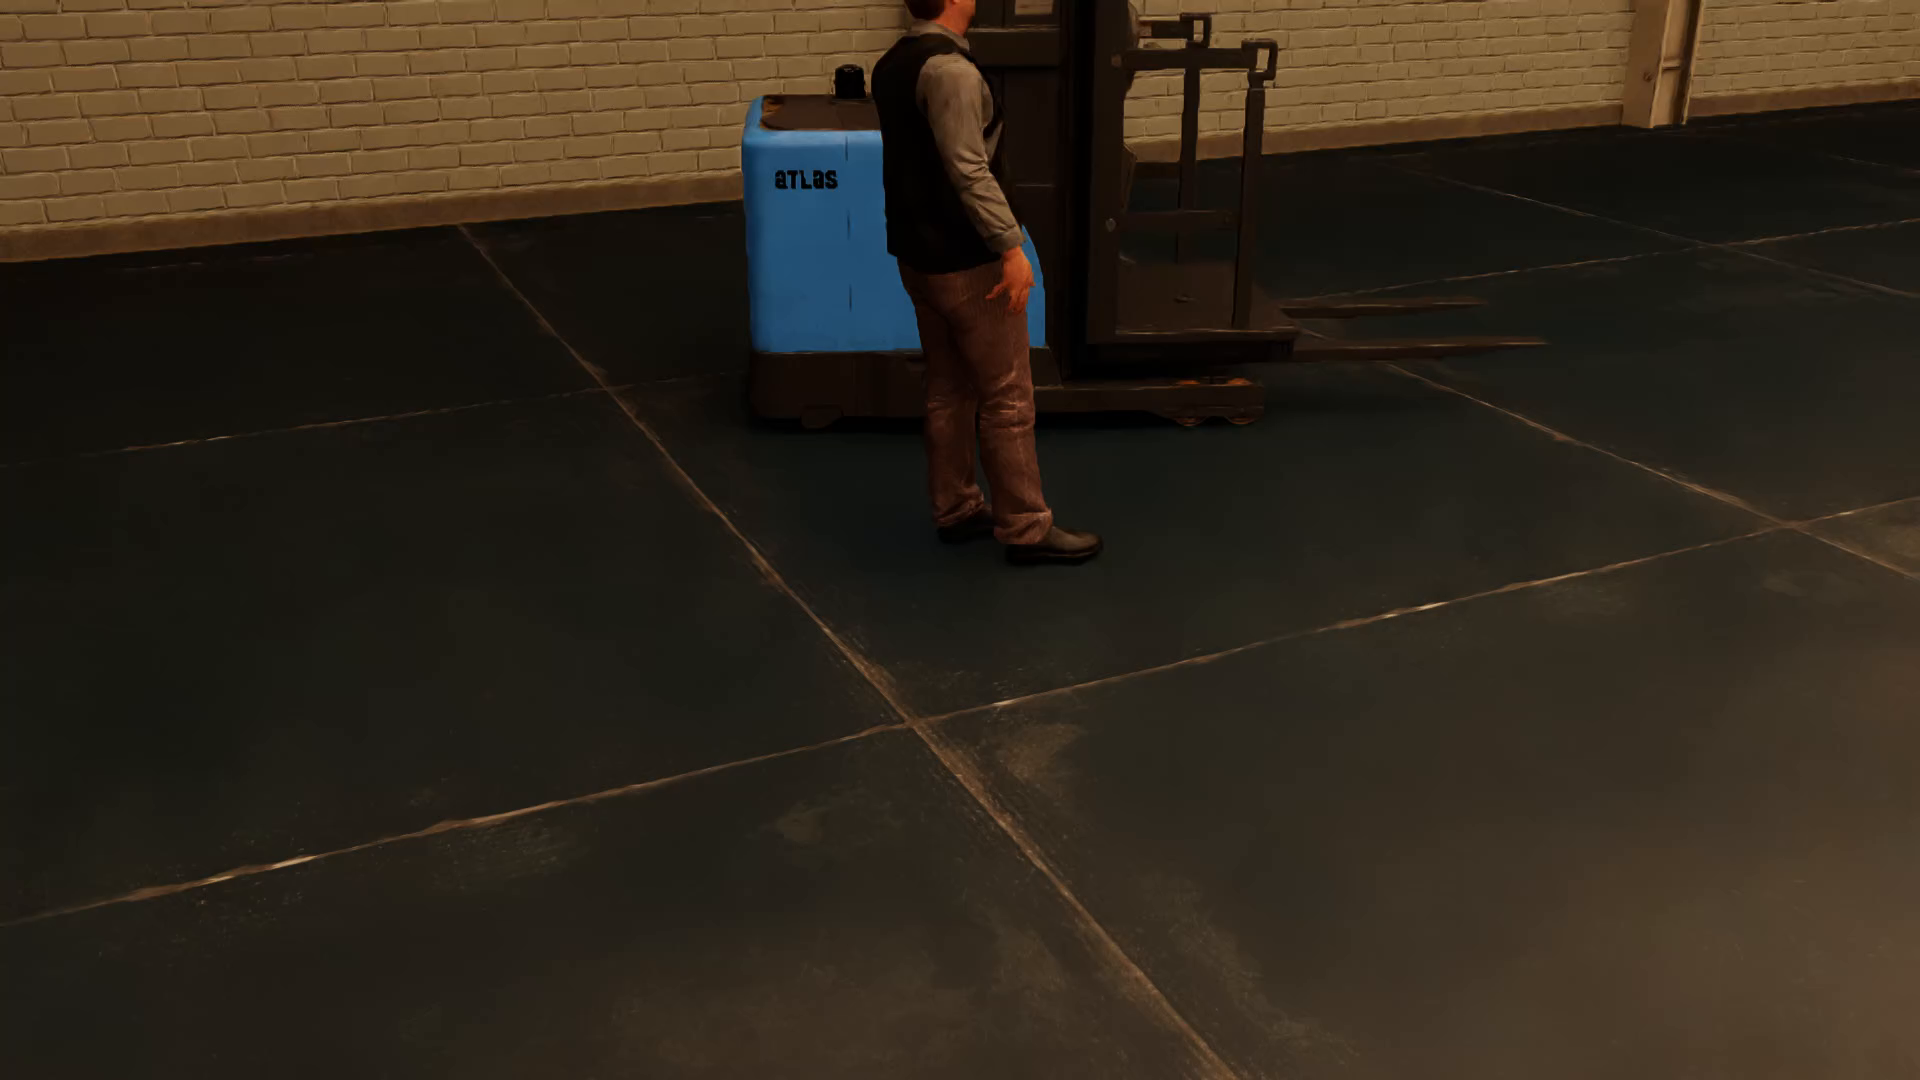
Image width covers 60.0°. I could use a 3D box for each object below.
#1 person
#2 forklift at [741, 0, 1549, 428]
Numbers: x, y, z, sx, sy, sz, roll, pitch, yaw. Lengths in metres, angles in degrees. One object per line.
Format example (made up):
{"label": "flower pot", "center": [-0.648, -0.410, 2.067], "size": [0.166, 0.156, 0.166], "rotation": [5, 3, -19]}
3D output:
{"label": "person", "center": [0.060, -0.809, 4.791], "size": [0.567, 1.720, 0.632], "rotation": [-10, 25, -23]}
{"label": "forklift", "center": [0.709, -1.974, 6.037], "size": [3.031, 2.935, 1.130], "rotation": [-2, 23, -5]}
